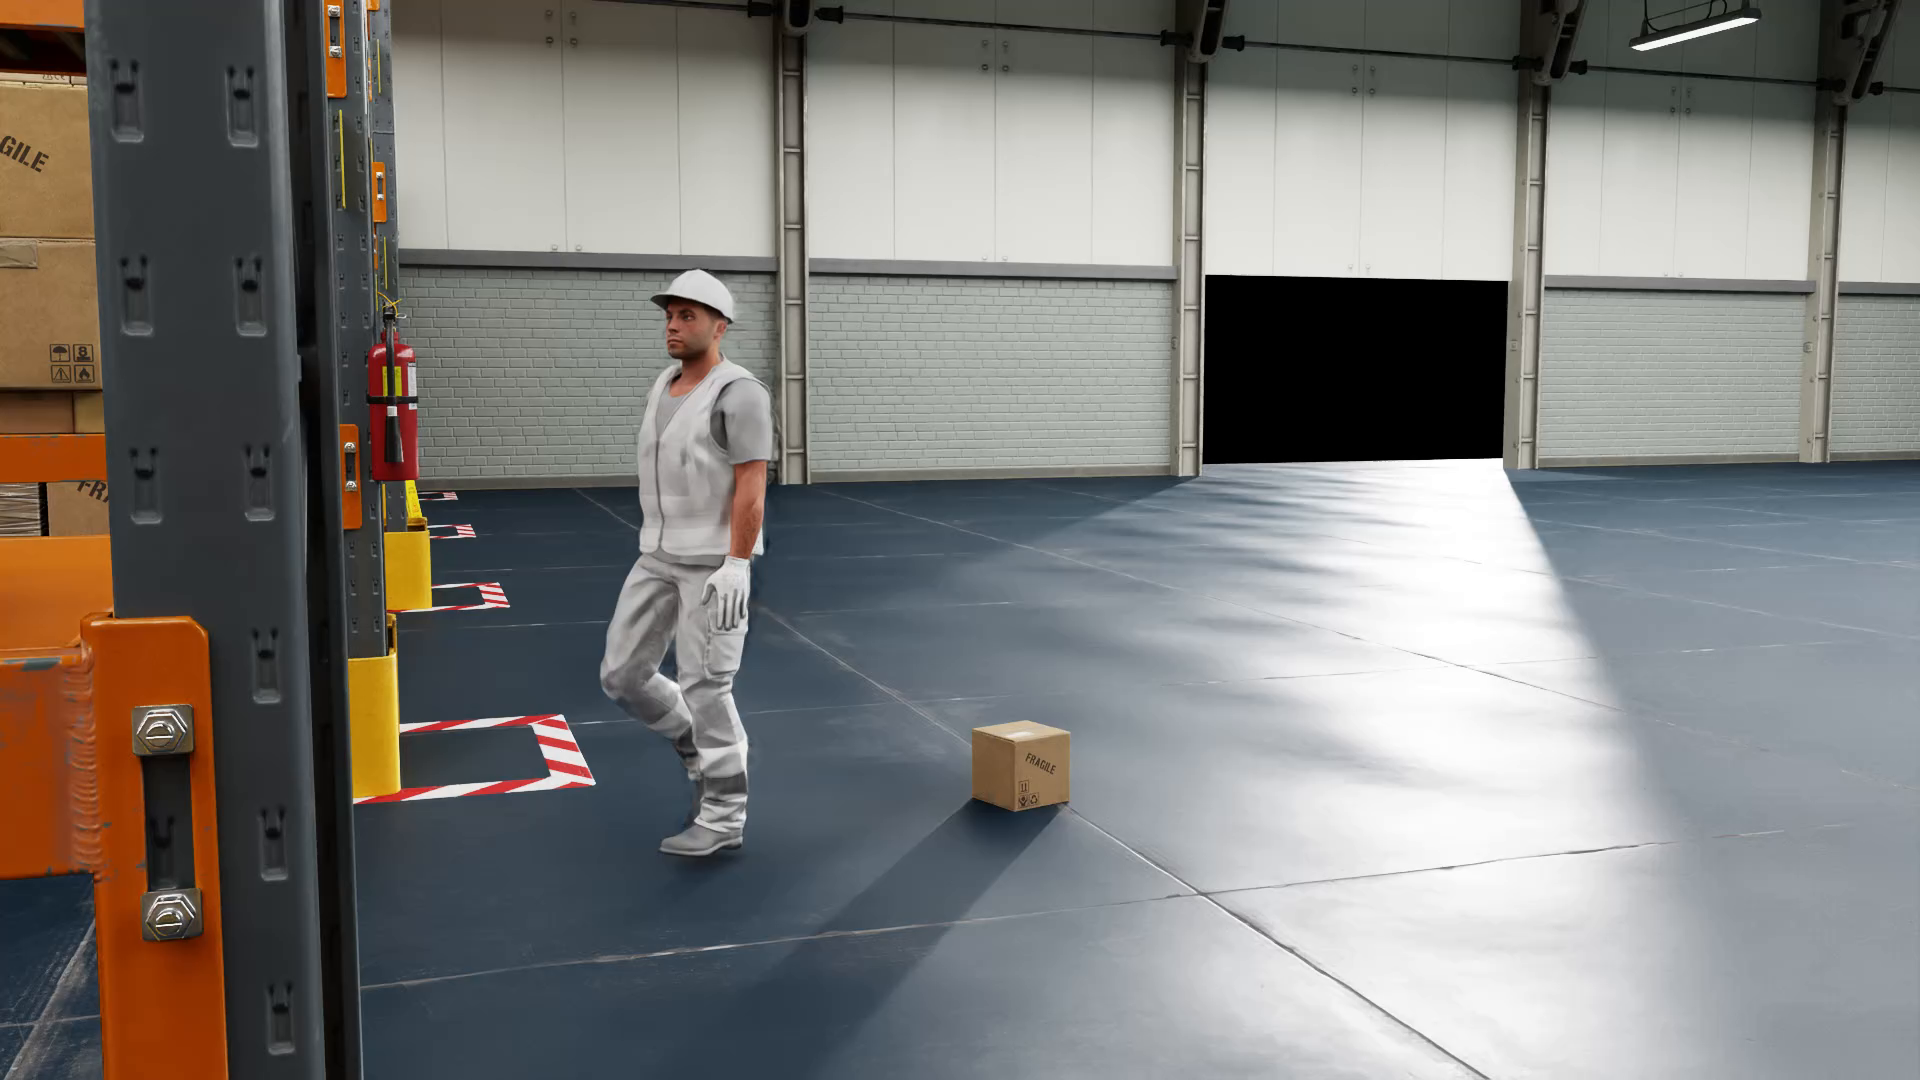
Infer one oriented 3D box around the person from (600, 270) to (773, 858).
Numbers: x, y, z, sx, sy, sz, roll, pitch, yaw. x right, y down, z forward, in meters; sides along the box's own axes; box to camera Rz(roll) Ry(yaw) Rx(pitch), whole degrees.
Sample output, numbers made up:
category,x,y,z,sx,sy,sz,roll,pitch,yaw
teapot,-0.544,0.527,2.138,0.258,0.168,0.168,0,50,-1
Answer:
category,x,y,z,sx,sy,sz,roll,pitch,yaw
person,-0.815,0.073,5.100,0.581,1.783,0.483,5,8,41
